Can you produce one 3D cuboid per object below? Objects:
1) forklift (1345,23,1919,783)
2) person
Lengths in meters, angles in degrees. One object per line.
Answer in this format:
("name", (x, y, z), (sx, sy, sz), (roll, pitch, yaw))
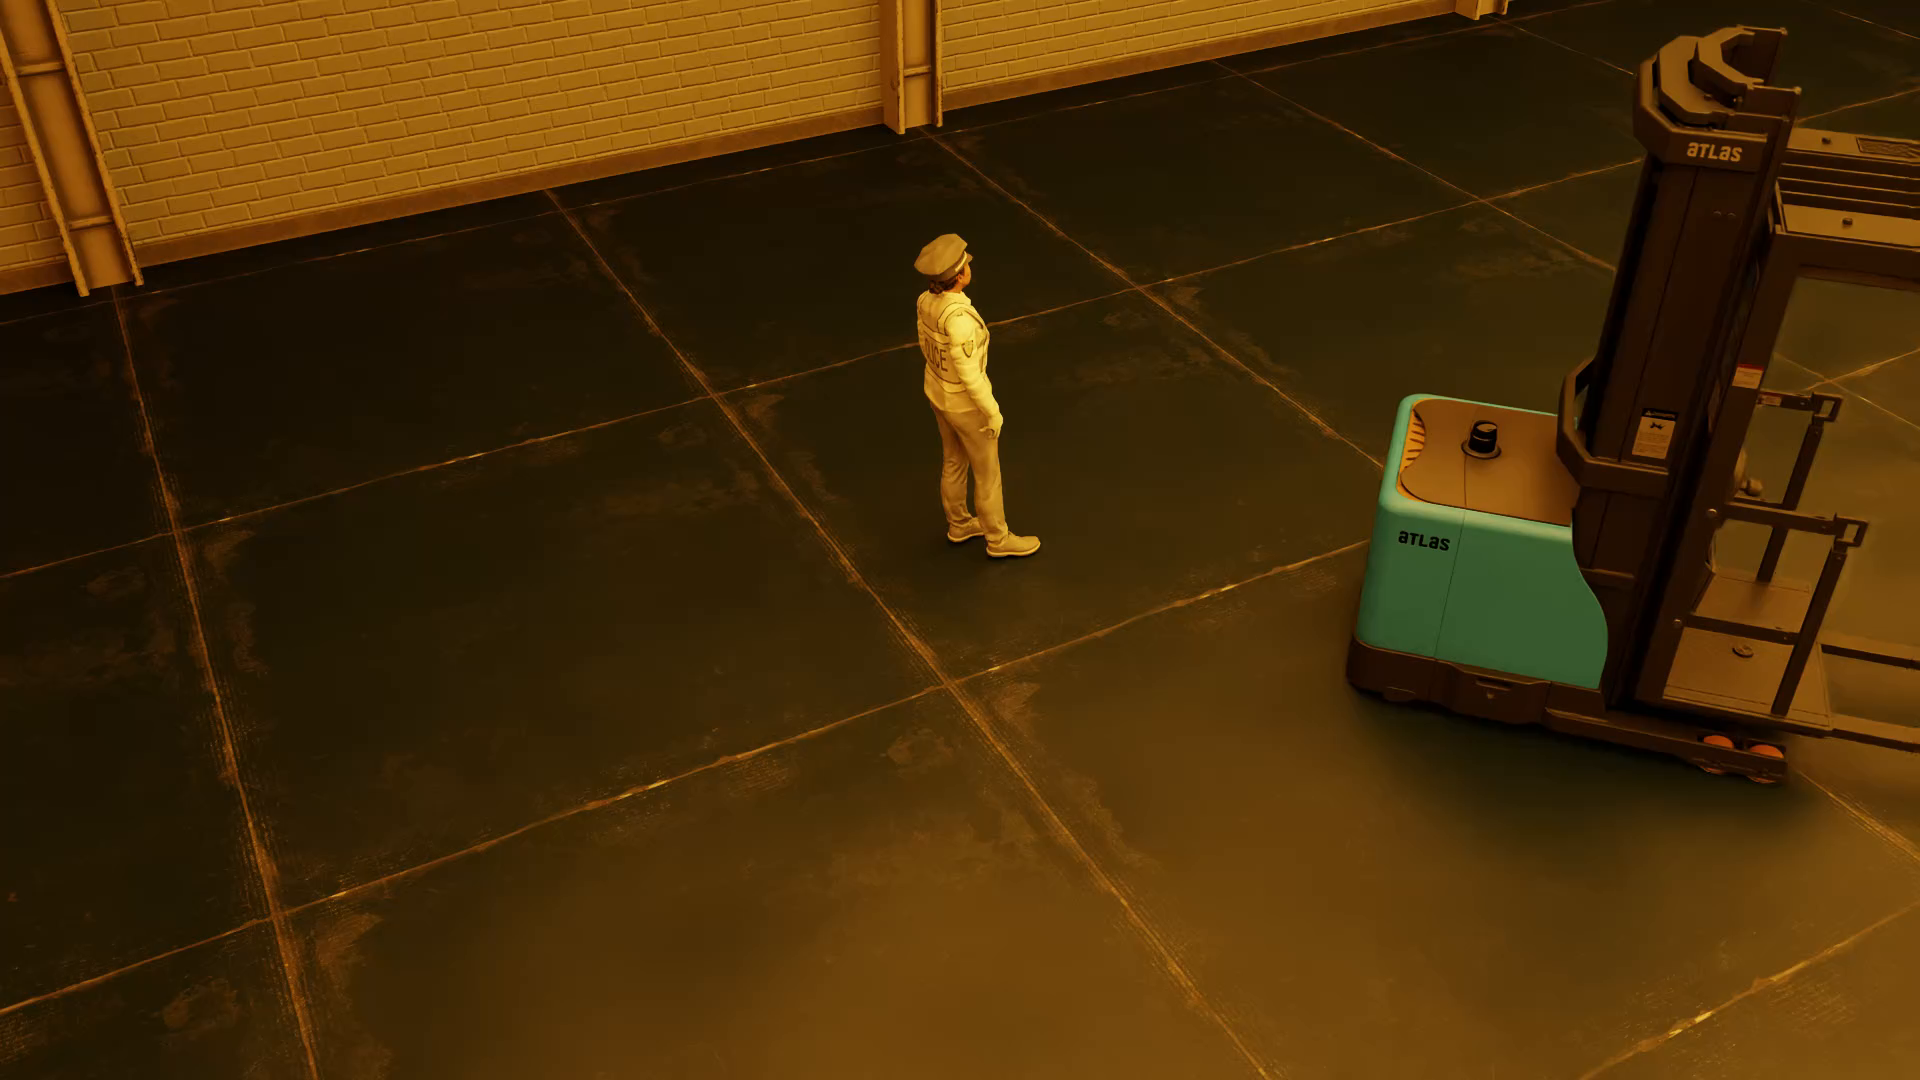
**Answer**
("forklift", (3.352, -0.493, 6.821), (3.031, 2.935, 1.130), (11, 37, 15))
("person", (0.064, -0.713, 8.190), (0.531, 1.694, 0.586), (-17, 39, -23))
